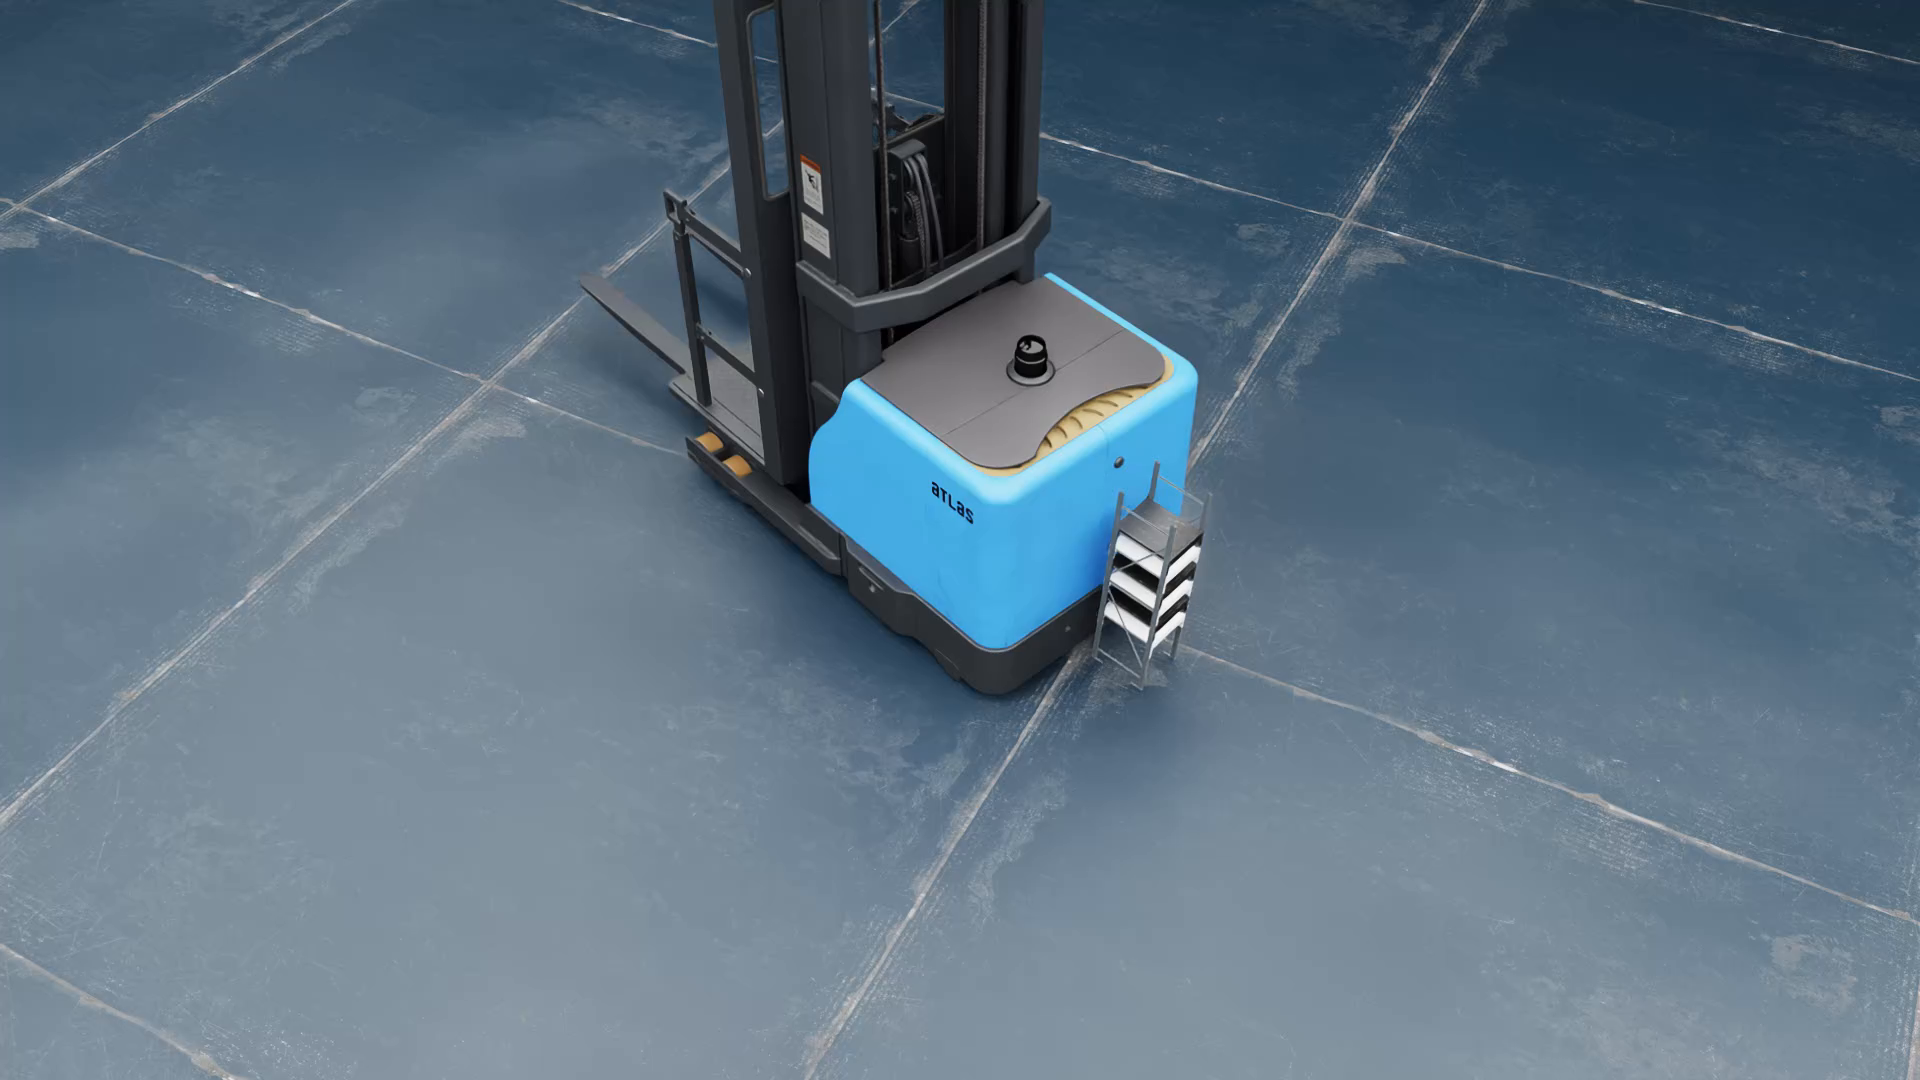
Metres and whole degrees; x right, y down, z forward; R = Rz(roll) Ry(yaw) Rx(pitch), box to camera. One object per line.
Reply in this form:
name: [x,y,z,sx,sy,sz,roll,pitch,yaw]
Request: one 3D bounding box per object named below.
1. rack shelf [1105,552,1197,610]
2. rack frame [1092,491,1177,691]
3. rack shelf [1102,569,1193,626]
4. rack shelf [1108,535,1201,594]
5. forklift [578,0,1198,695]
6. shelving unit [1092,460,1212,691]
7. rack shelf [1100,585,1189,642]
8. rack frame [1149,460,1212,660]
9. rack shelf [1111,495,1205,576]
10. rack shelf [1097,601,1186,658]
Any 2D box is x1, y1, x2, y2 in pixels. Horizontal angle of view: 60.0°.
rack shelf: [0.679,0.105,5.923,0.258,0.077,0.200,34,55,25]
rack frame: [0.609,0.197,5.911,0.240,0.900,0.006,34,55,25]
rack shelf: [0.675,0.166,5.989,0.258,0.077,0.200,34,55,25]
rack shelf: [0.683,0.044,5.857,0.258,0.077,0.200,34,55,25]
forklift: [-0.498,-1.433,6.106,1.130,2.935,3.031,-32,54,-28]
shelving unit: [0.677,0.143,5.965,0.258,0.900,0.210,34,55,25]
rack shelf: [0.671,0.226,6.056,0.258,0.077,0.200,34,55,25]
rack frame: [0.744,0.089,6.018,0.240,0.900,0.006,34,55,25]
rack shelf: [0.687,-0.016,5.790,0.258,0.077,0.200,34,55,25]
rack shelf: [0.667,0.287,6.122,0.258,0.077,0.200,34,55,25]
